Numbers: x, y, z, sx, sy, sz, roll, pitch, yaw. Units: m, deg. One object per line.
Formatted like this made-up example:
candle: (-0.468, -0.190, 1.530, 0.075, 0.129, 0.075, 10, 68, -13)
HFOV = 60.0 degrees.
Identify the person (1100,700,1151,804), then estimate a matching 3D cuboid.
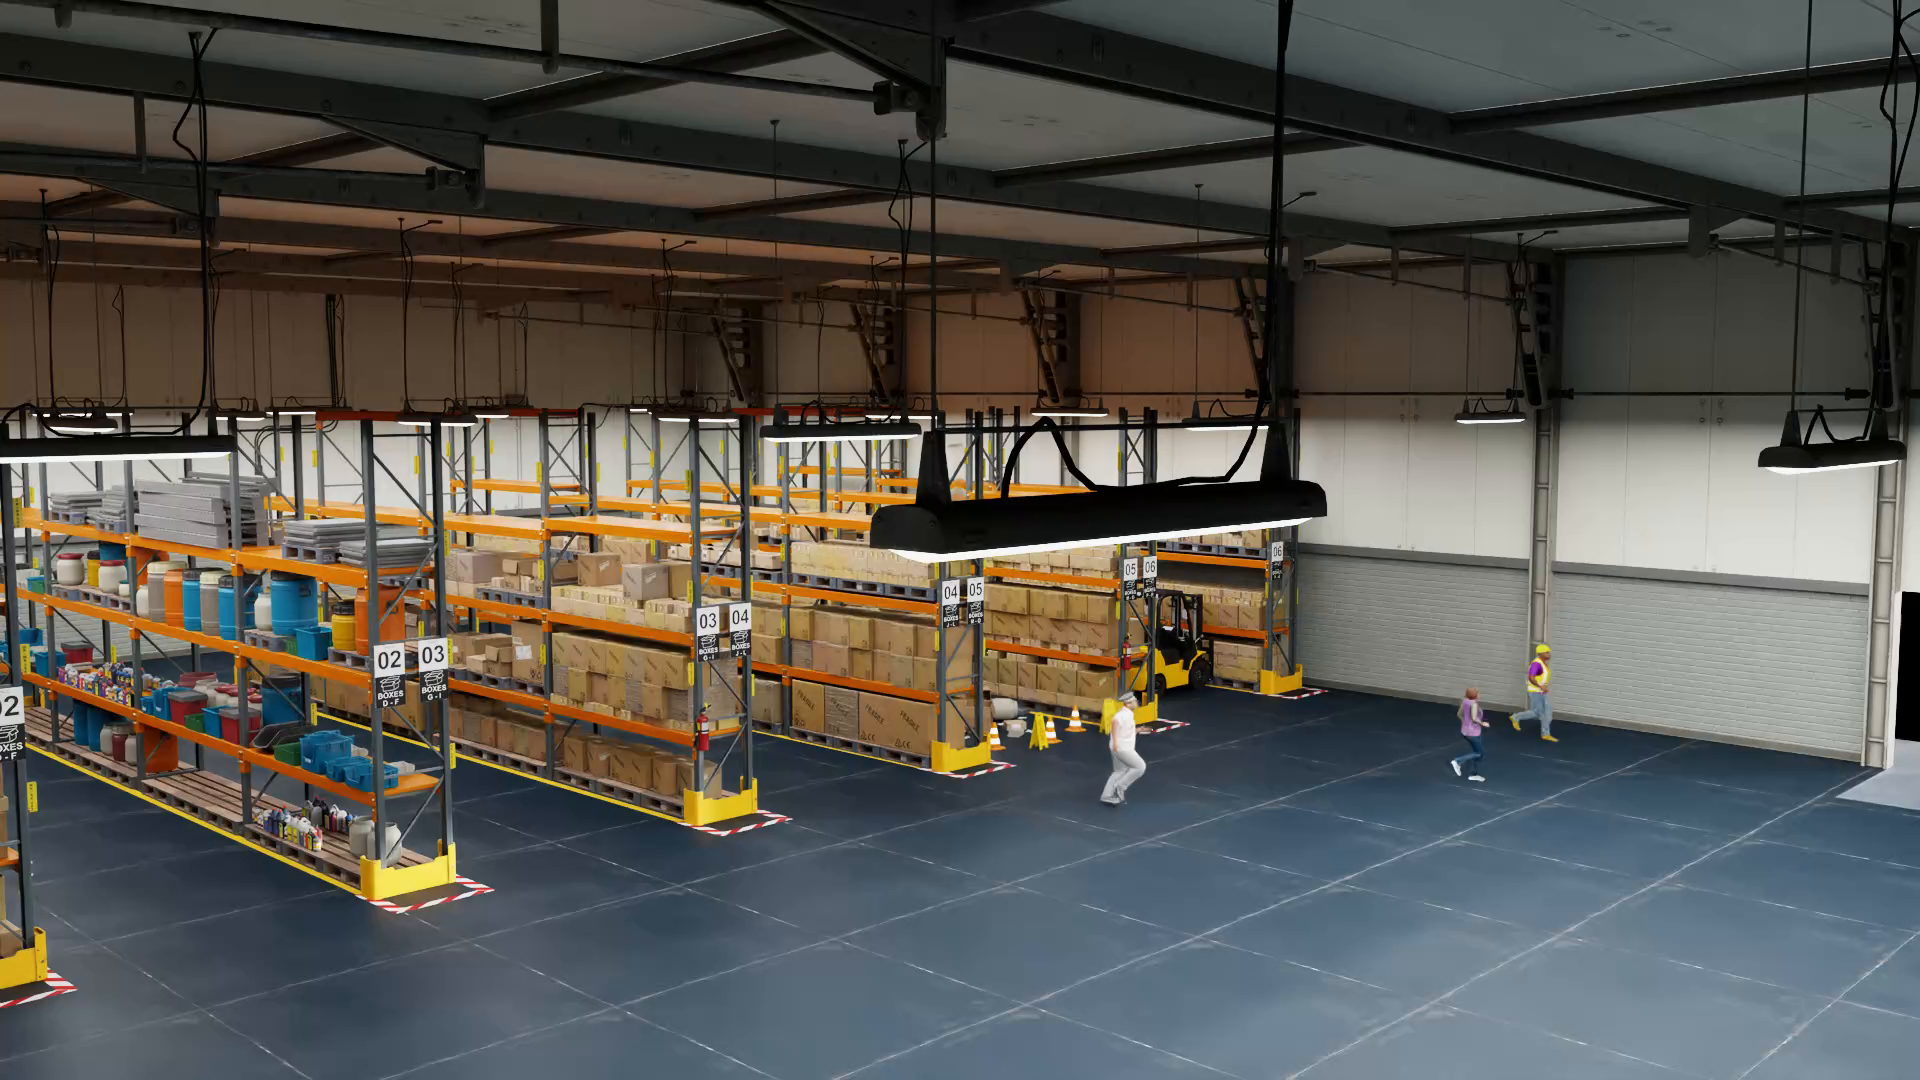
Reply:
person: (2.545, 3.216, 25.512, 0.784, 1.678, 0.701, 0, 5, -2)

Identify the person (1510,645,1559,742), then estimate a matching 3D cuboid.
person: (10.541, 2.779, 30.429, 0.885, 1.751, 0.727, 3, 6, 32)

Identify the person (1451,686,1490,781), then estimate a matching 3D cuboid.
person: (8.305, 3.156, 27.081, 0.592, 1.559, 0.542, -1, 5, -8)
